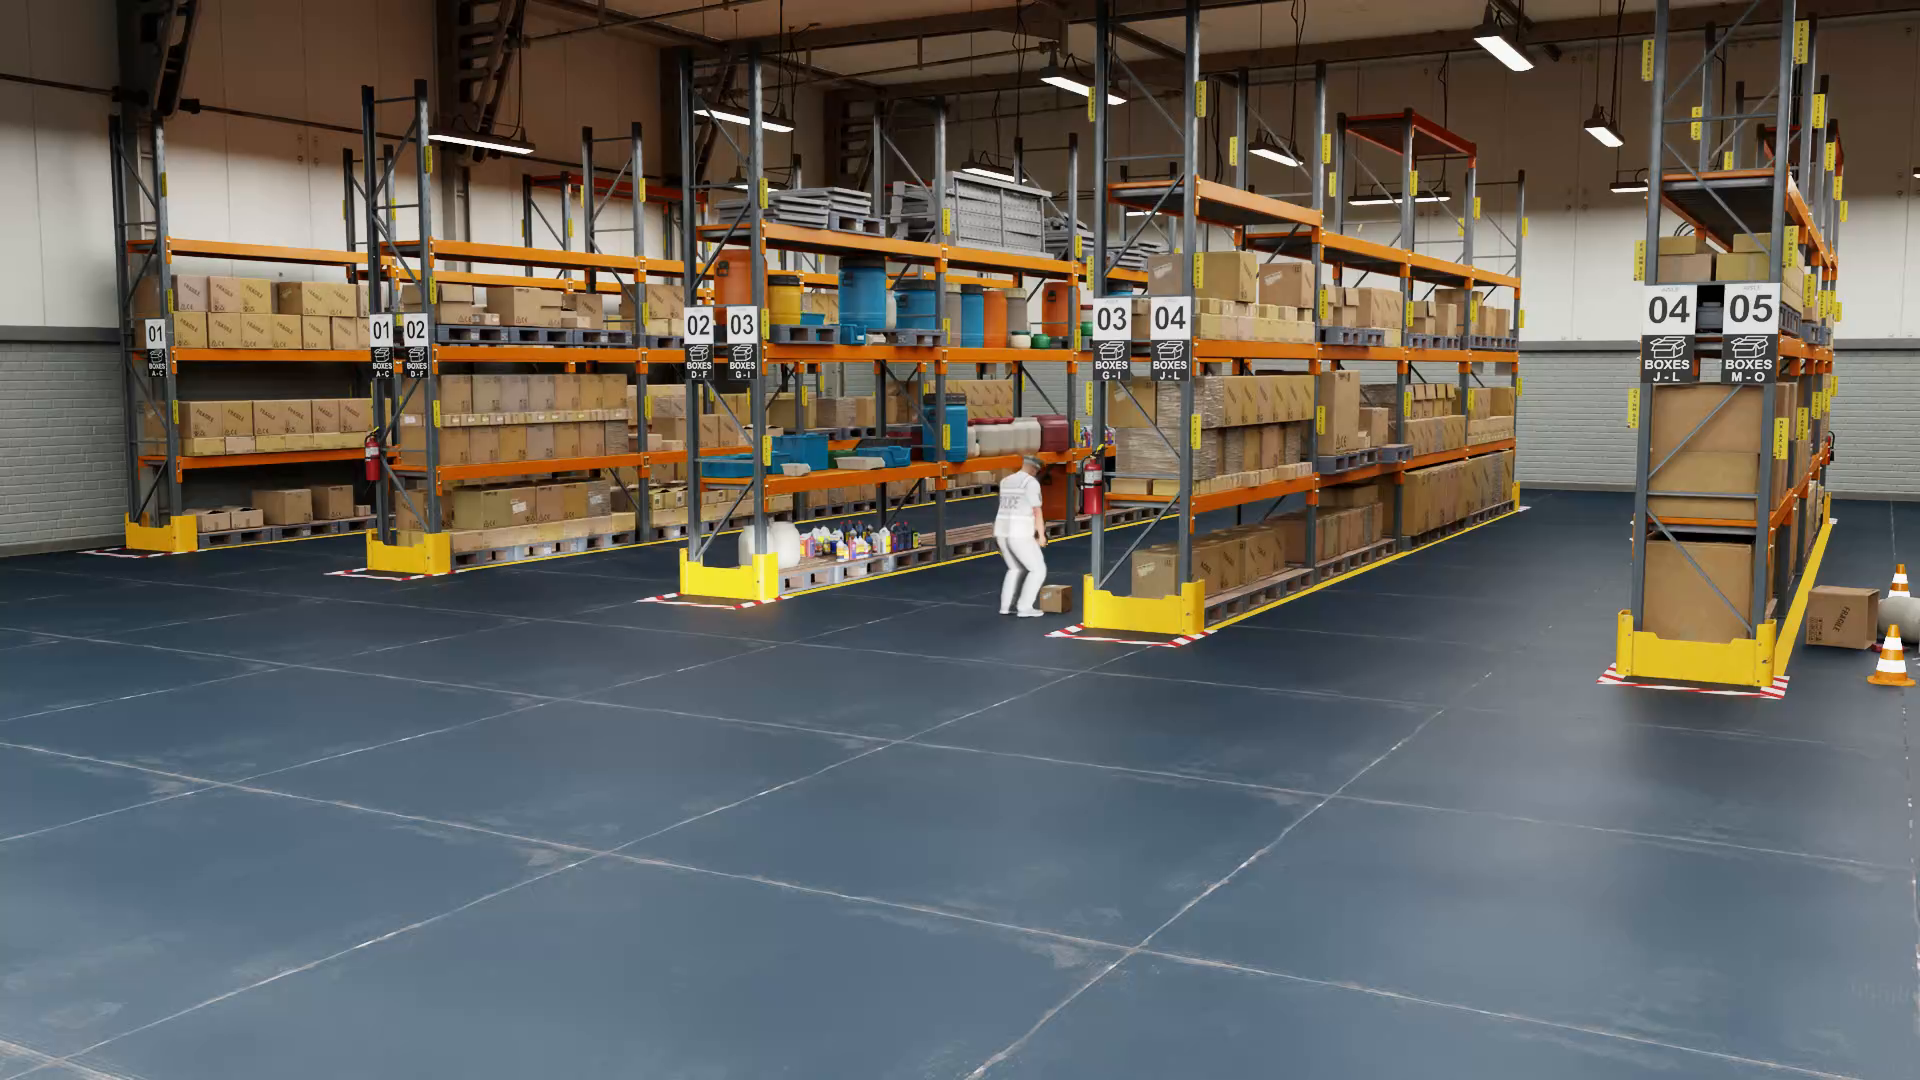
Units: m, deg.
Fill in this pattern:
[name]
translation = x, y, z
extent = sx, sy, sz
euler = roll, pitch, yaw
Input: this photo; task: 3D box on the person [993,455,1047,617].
[person]
translation = 0.623, -0.046, 17.103
extent = 0.585, 1.650, 0.571
euler = -5, 8, -39
